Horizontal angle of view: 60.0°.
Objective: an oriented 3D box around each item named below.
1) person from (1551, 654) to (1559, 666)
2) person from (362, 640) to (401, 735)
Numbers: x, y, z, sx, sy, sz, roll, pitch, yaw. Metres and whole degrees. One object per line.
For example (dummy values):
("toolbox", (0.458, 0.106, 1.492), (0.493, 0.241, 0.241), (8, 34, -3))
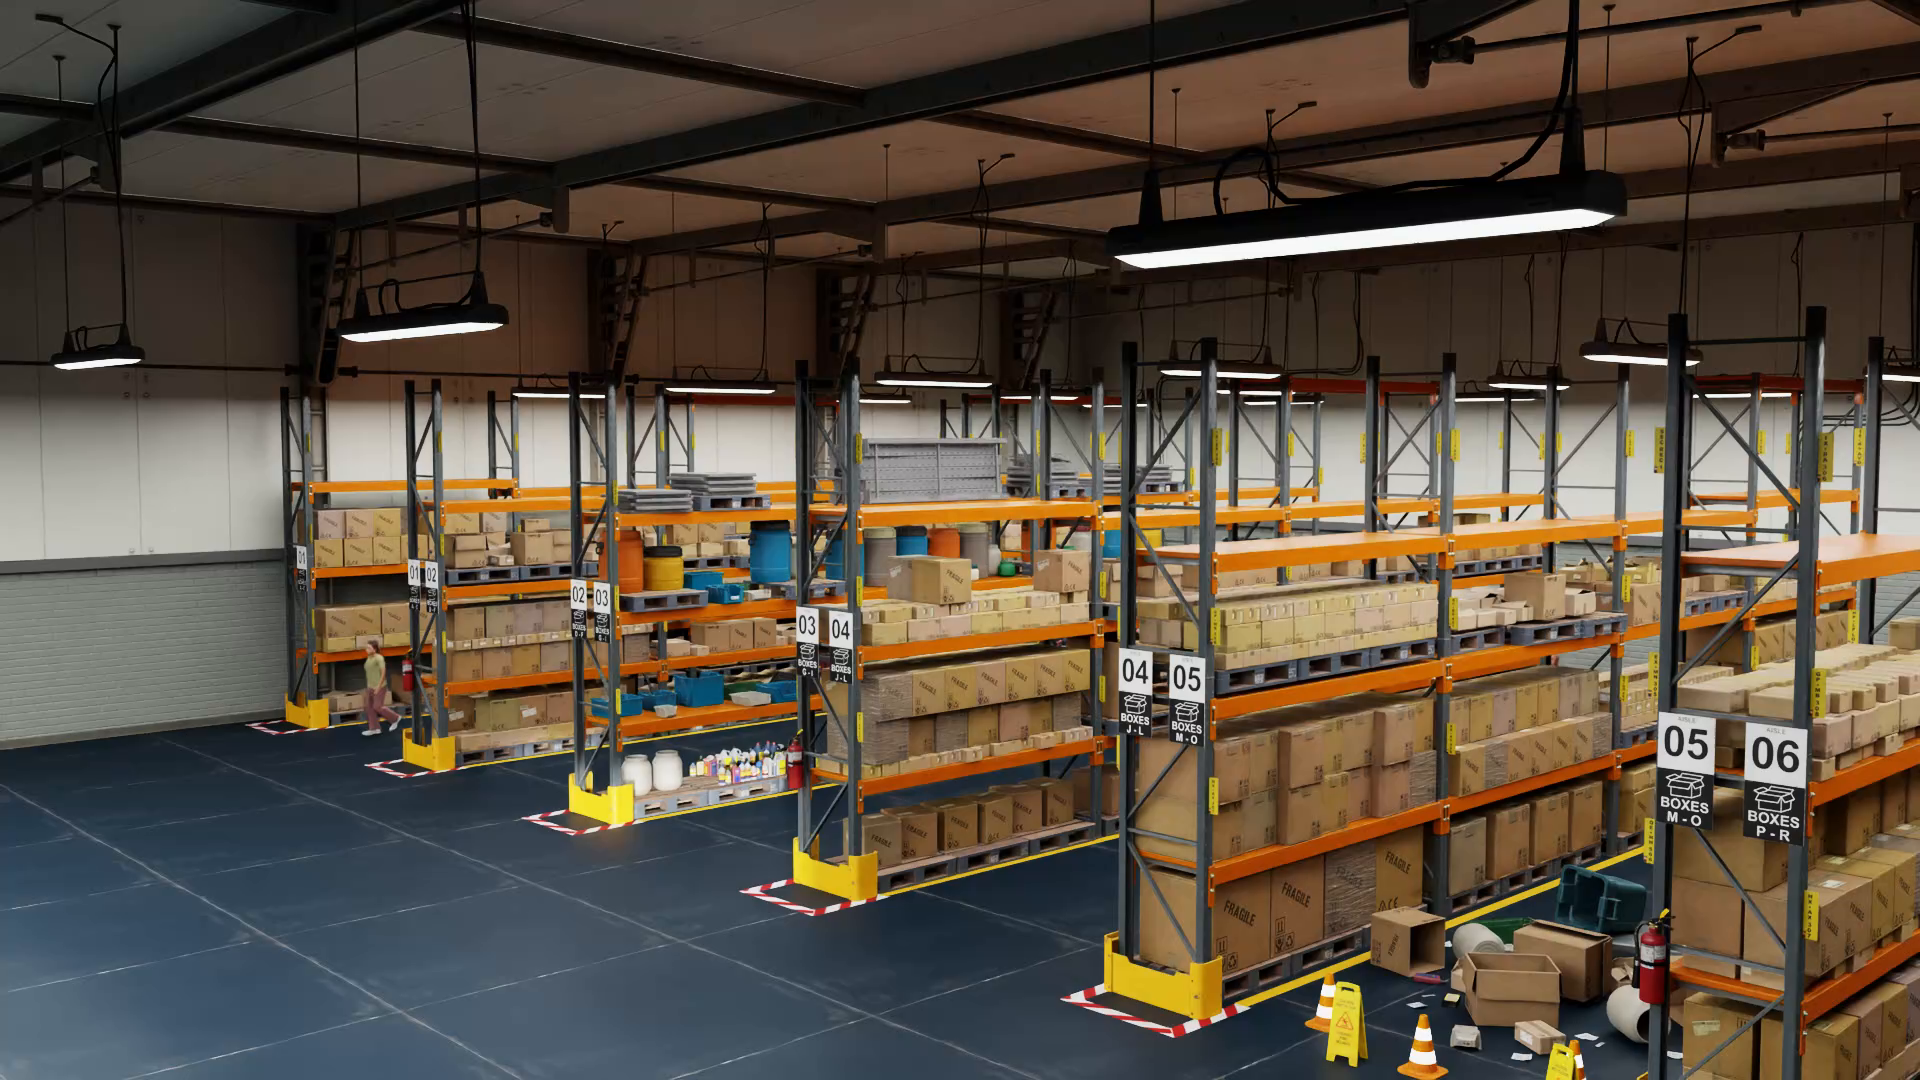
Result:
("person", (9.322, 2.619, 26.271), (0.960, 1.675, 0.570), (-3, 5, -37))
("person", (-9.963, 2.520, 28.627), (0.500, 1.653, 0.590), (3, 5, 37))
